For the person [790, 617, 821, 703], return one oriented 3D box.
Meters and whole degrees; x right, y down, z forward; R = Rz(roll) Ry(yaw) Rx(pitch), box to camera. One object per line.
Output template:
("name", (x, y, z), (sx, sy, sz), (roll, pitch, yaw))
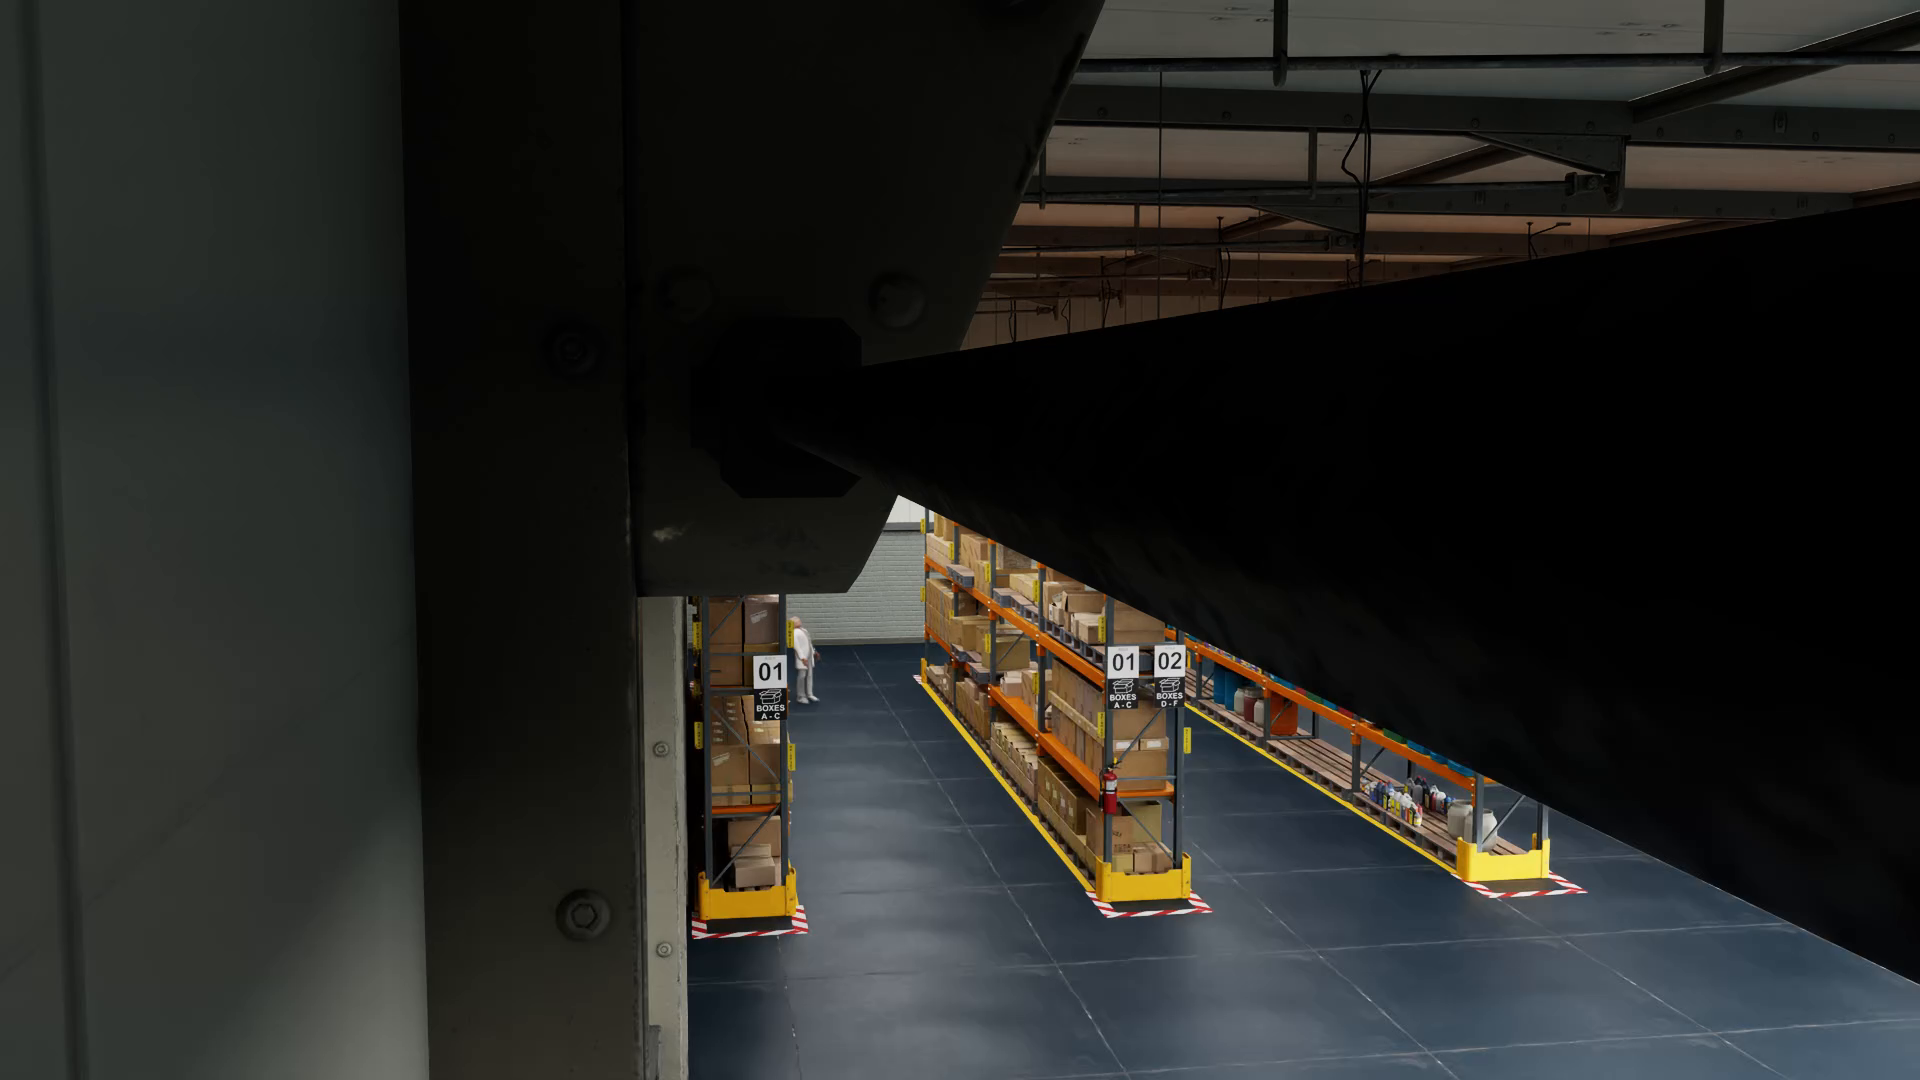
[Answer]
("person", (-3.191, 2.466, 34.348), (0.555, 1.787, 0.647), (3, 6, 29))
